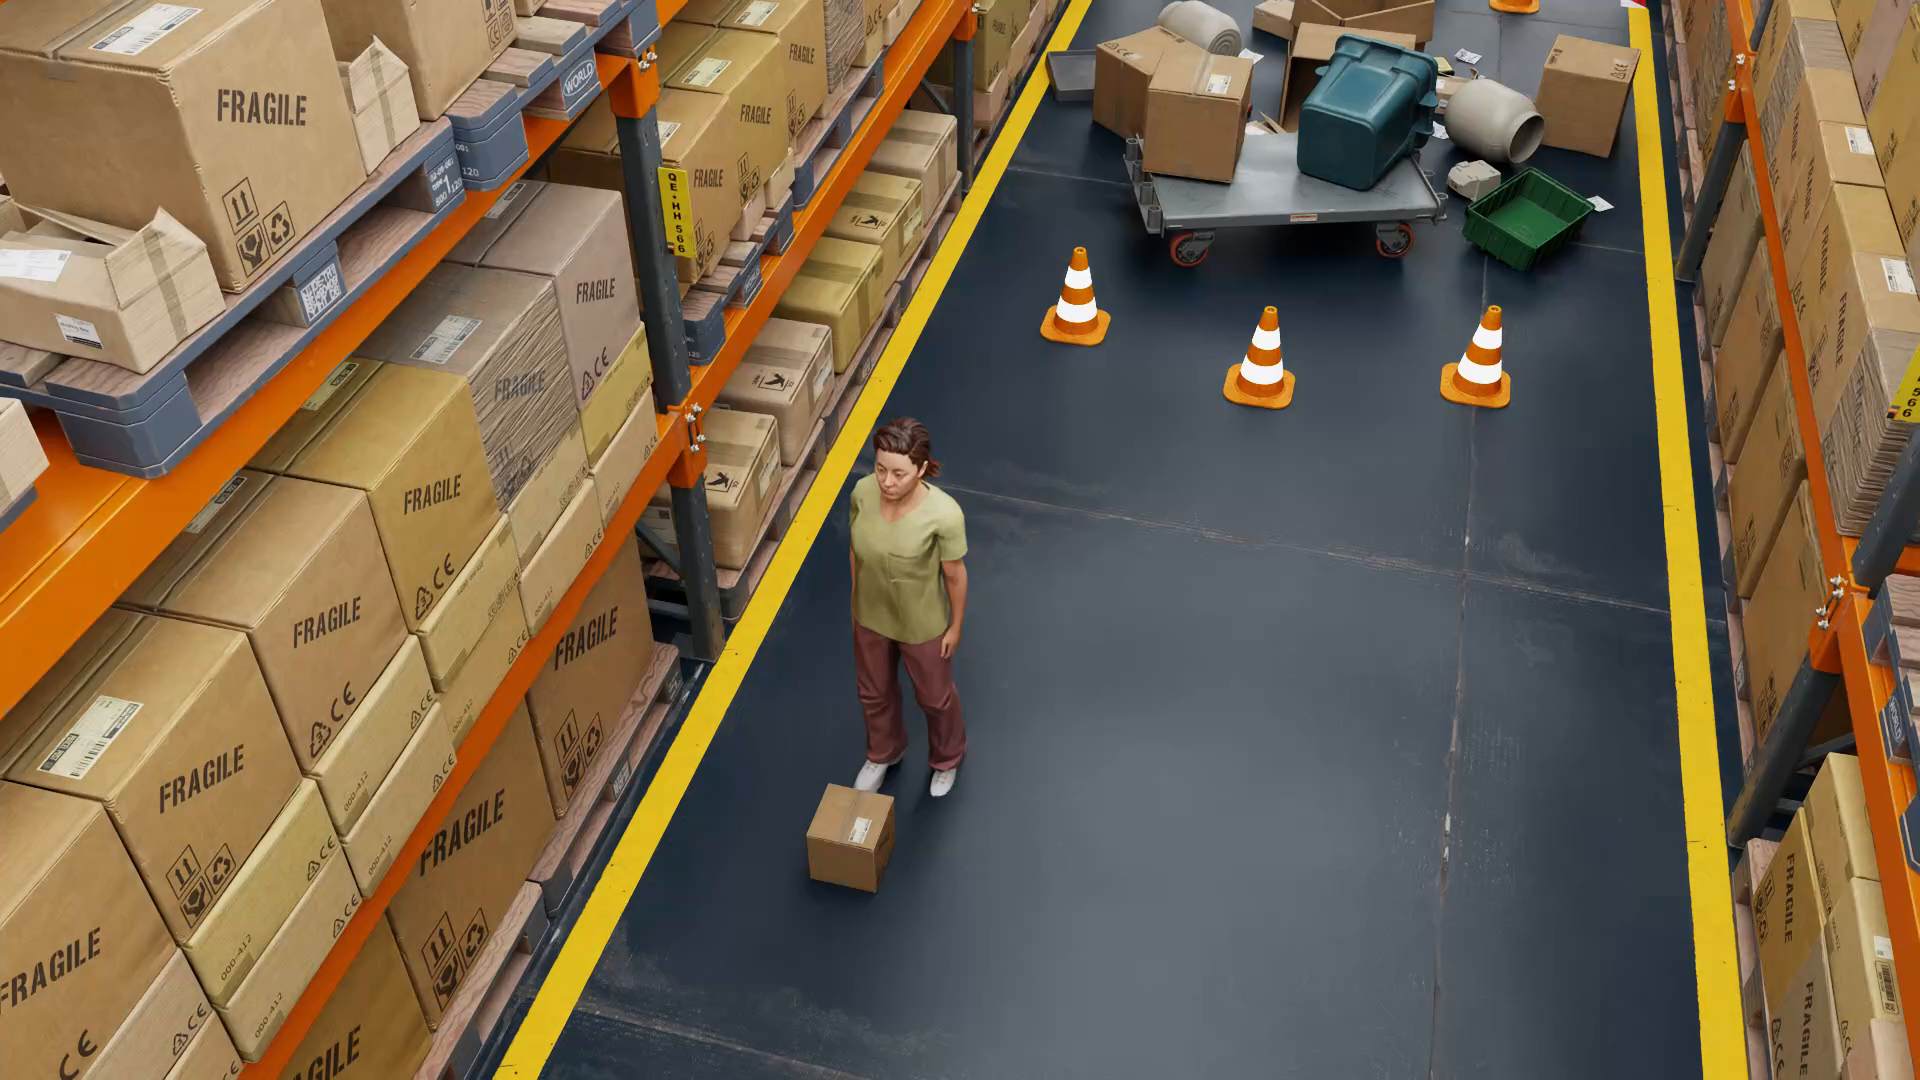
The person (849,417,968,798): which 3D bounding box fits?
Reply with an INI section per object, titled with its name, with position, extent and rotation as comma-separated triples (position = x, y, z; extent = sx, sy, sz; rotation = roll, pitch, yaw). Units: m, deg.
[person]
position = -0.192, 0.286, 5.871
extent = 0.446, 1.720, 0.411
rotation = 18, 44, 19
